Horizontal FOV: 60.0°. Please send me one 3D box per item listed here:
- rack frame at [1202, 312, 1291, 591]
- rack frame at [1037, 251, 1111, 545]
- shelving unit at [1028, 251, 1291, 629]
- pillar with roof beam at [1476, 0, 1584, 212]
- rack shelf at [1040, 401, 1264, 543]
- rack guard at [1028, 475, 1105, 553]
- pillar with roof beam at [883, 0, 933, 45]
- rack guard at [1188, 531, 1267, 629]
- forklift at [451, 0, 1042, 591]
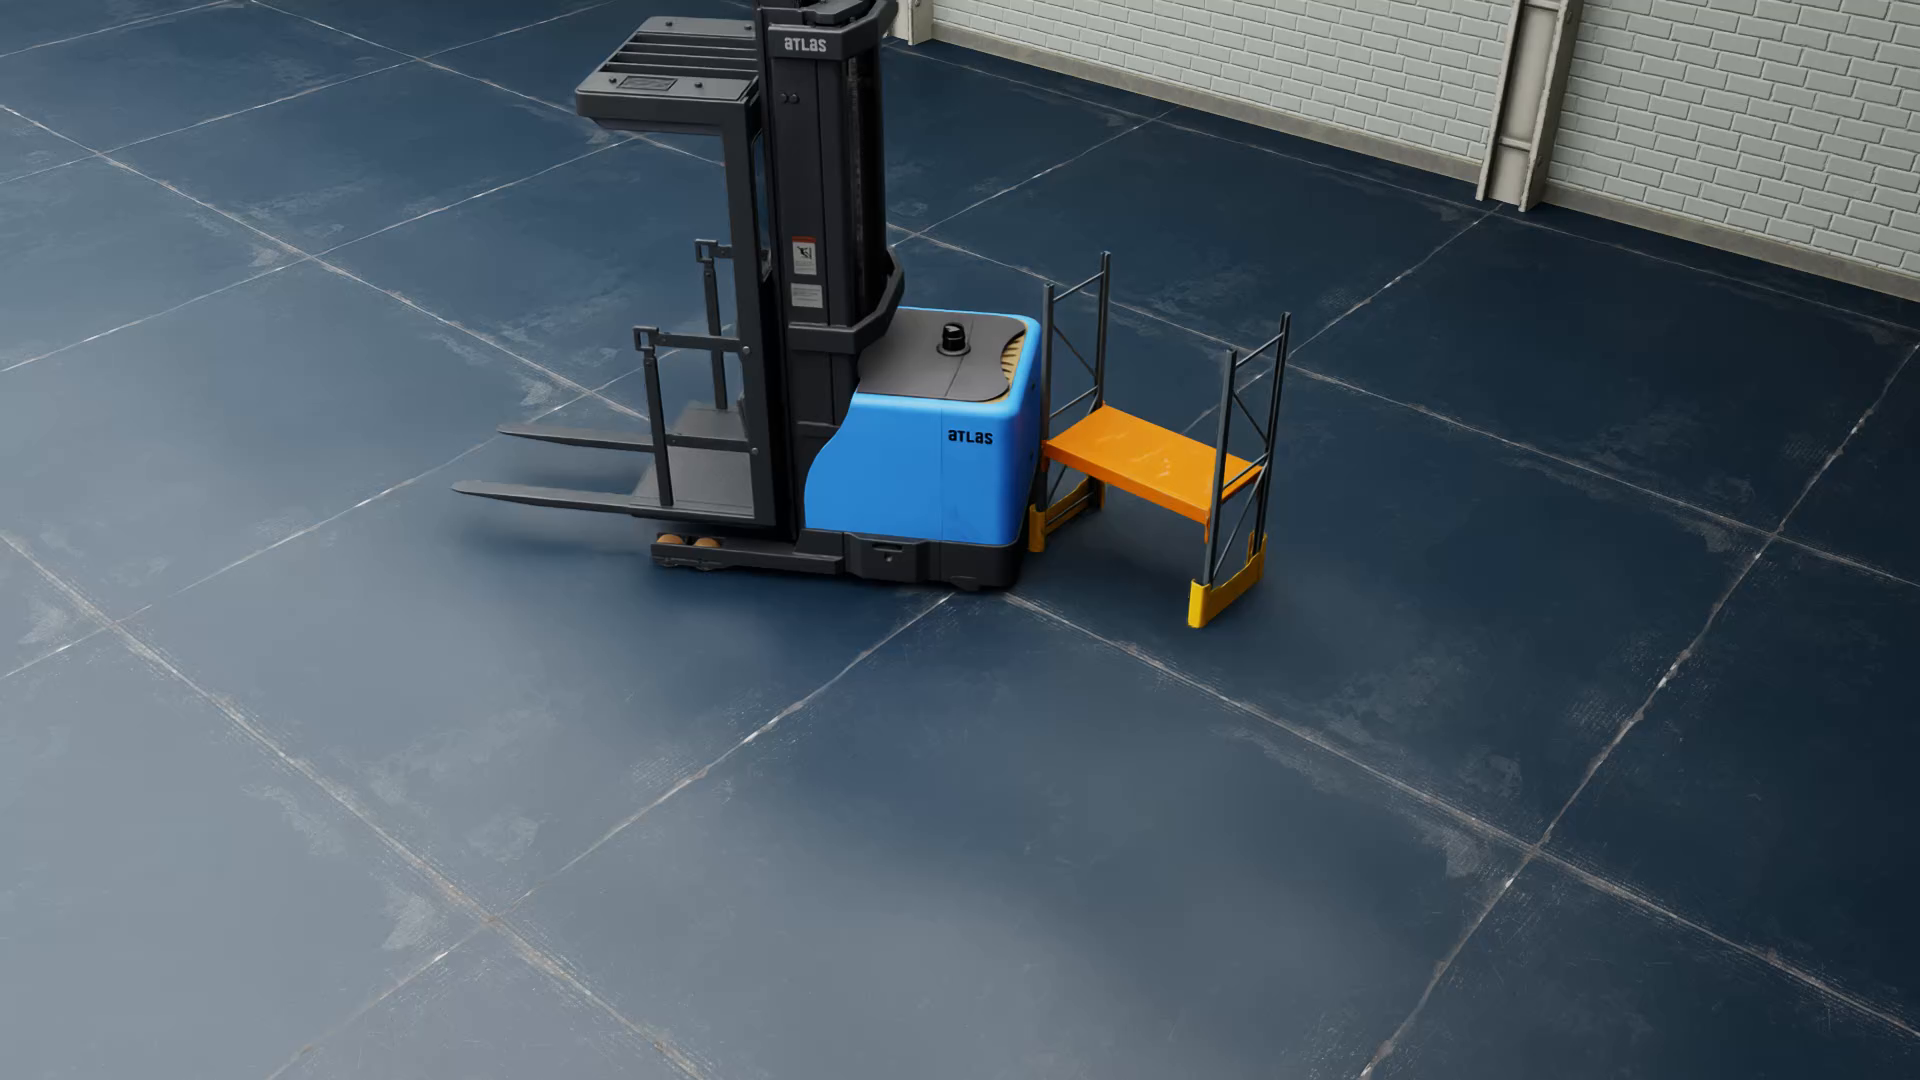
[{"bbox_3d":[1.344,-0.316,7.885,0.032,1.500,0.500,26,42,32],"label":"rack frame"},{"bbox_3d":[0.567,-0.687,8.426,0.032,1.500,0.500,26,42,32],"label":"rack frame"},{"bbox_3d":[0.948,-0.505,8.161,1.083,1.500,0.587,26,42,32],"label":"shelving unit"},{"bbox_3d":[1.362,-4.392,7.196,0.400,9.000,9.100,25,42,32],"label":"pillar with roof beam"},{"bbox_3d":[0.955,-0.353,8.258,1.000,0.185,0.538,26,42,32],"label":"rack shelf"},{"bbox_3d":[0.568,-0.172,8.779,0.087,0.250,0.587,26,42,32],"label":"rack guard"},{"bbox_3d":[-3.249,-6.565,10.361,0.400,9.000,9.100,25,42,32],"label":"pillar with roof beam"},{"bbox_3d":[1.329,0.192,8.249,0.087,0.250,0.587,26,42,32],"label":"rack guard"},{"bbox_3d":[-1.132,-1.340,8.112,3.031,2.935,1.130,5,35,8],"label":"forklift"}]
